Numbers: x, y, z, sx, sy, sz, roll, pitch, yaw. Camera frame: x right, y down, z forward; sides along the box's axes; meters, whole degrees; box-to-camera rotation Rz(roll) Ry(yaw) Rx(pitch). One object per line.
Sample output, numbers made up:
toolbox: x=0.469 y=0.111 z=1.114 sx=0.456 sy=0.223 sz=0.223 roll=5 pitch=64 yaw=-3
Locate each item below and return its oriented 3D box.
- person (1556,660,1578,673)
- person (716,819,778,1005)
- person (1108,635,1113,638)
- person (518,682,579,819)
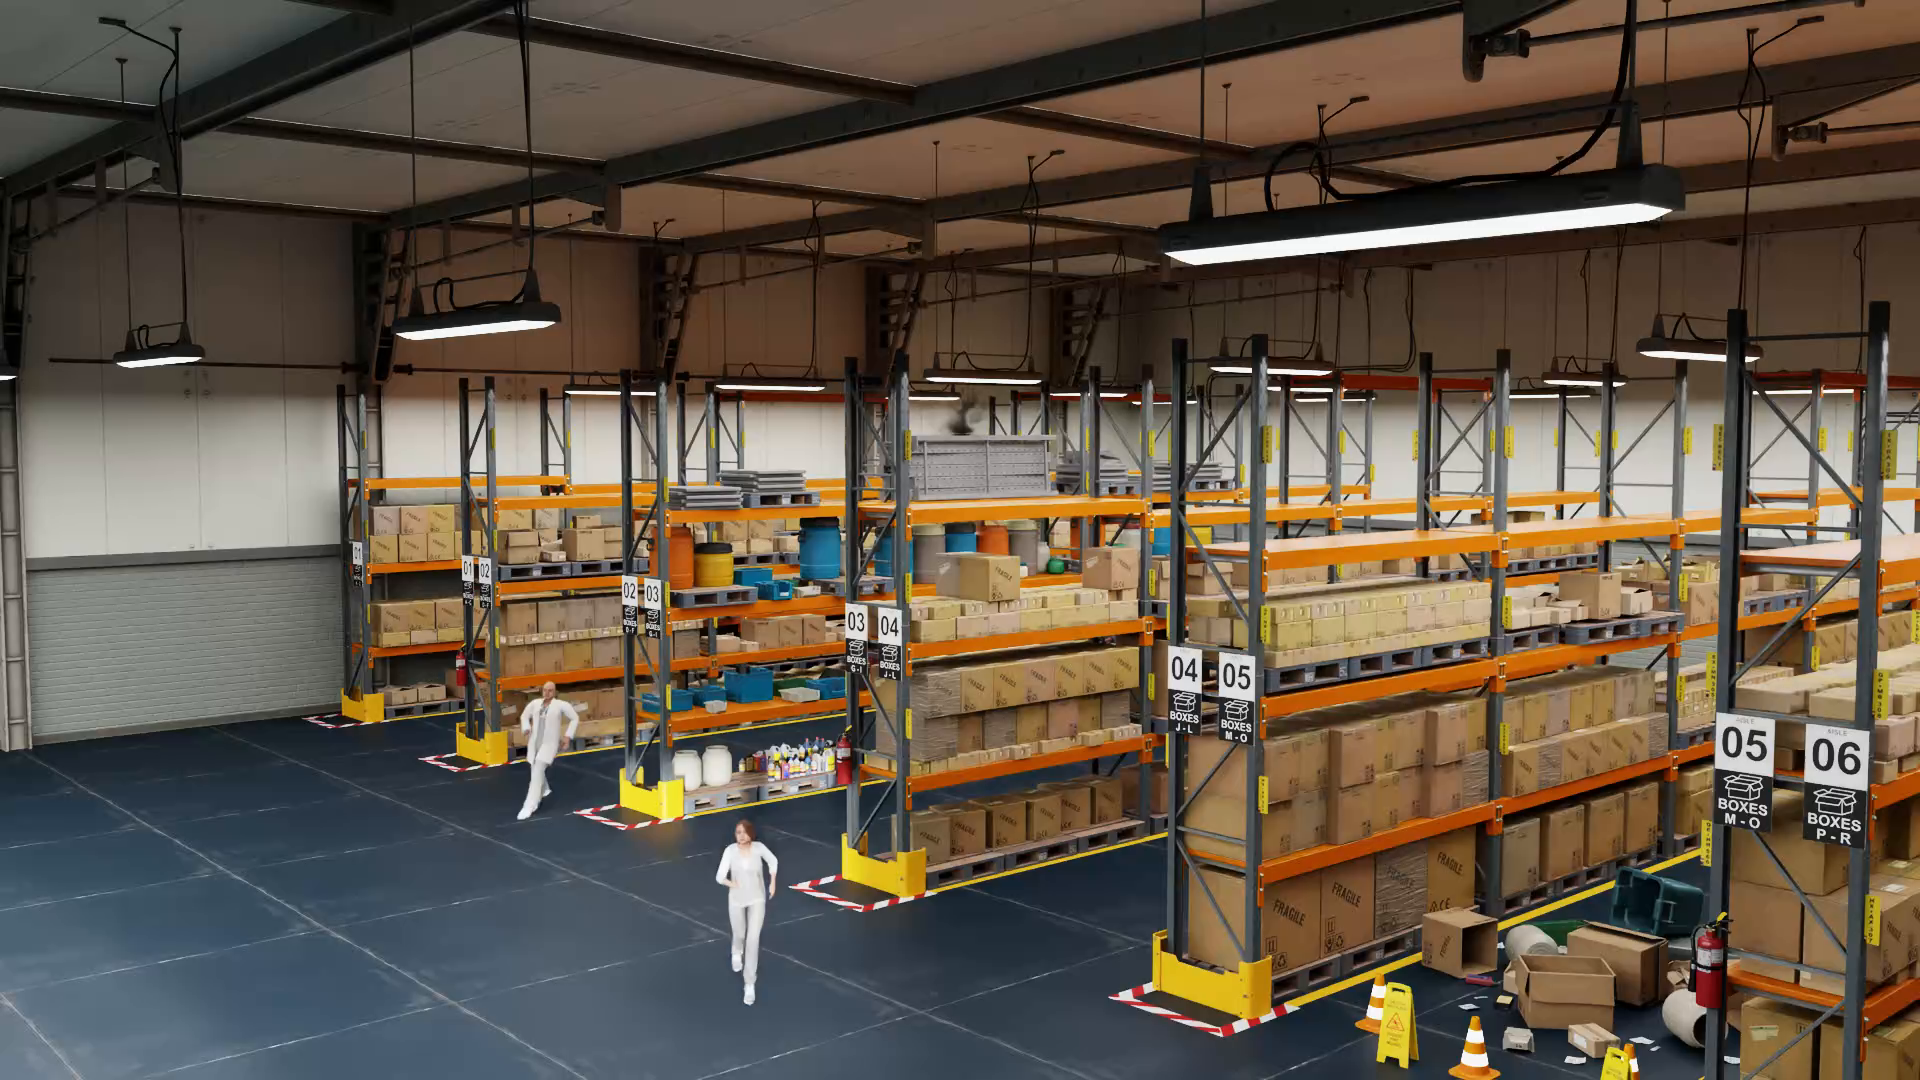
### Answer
person: x=9.469 y=2.595 z=25.775 sx=0.705 sy=1.809 sz=0.628 roll=-3 pitch=5 yaw=-39
person: x=-1.962 y=3.366 z=15.356 sx=0.550 sy=1.592 sz=0.887 roll=0 pitch=4 yaw=-3
person: x=3.098 y=1.859 z=32.700 sx=0.716 sy=1.760 sz=0.843 roll=2 pitch=4 yaw=30
person: x=-5.613 y=2.809 z=22.499 sx=0.763 sy=1.797 sz=0.947 roll=1 pitch=4 yaw=17
